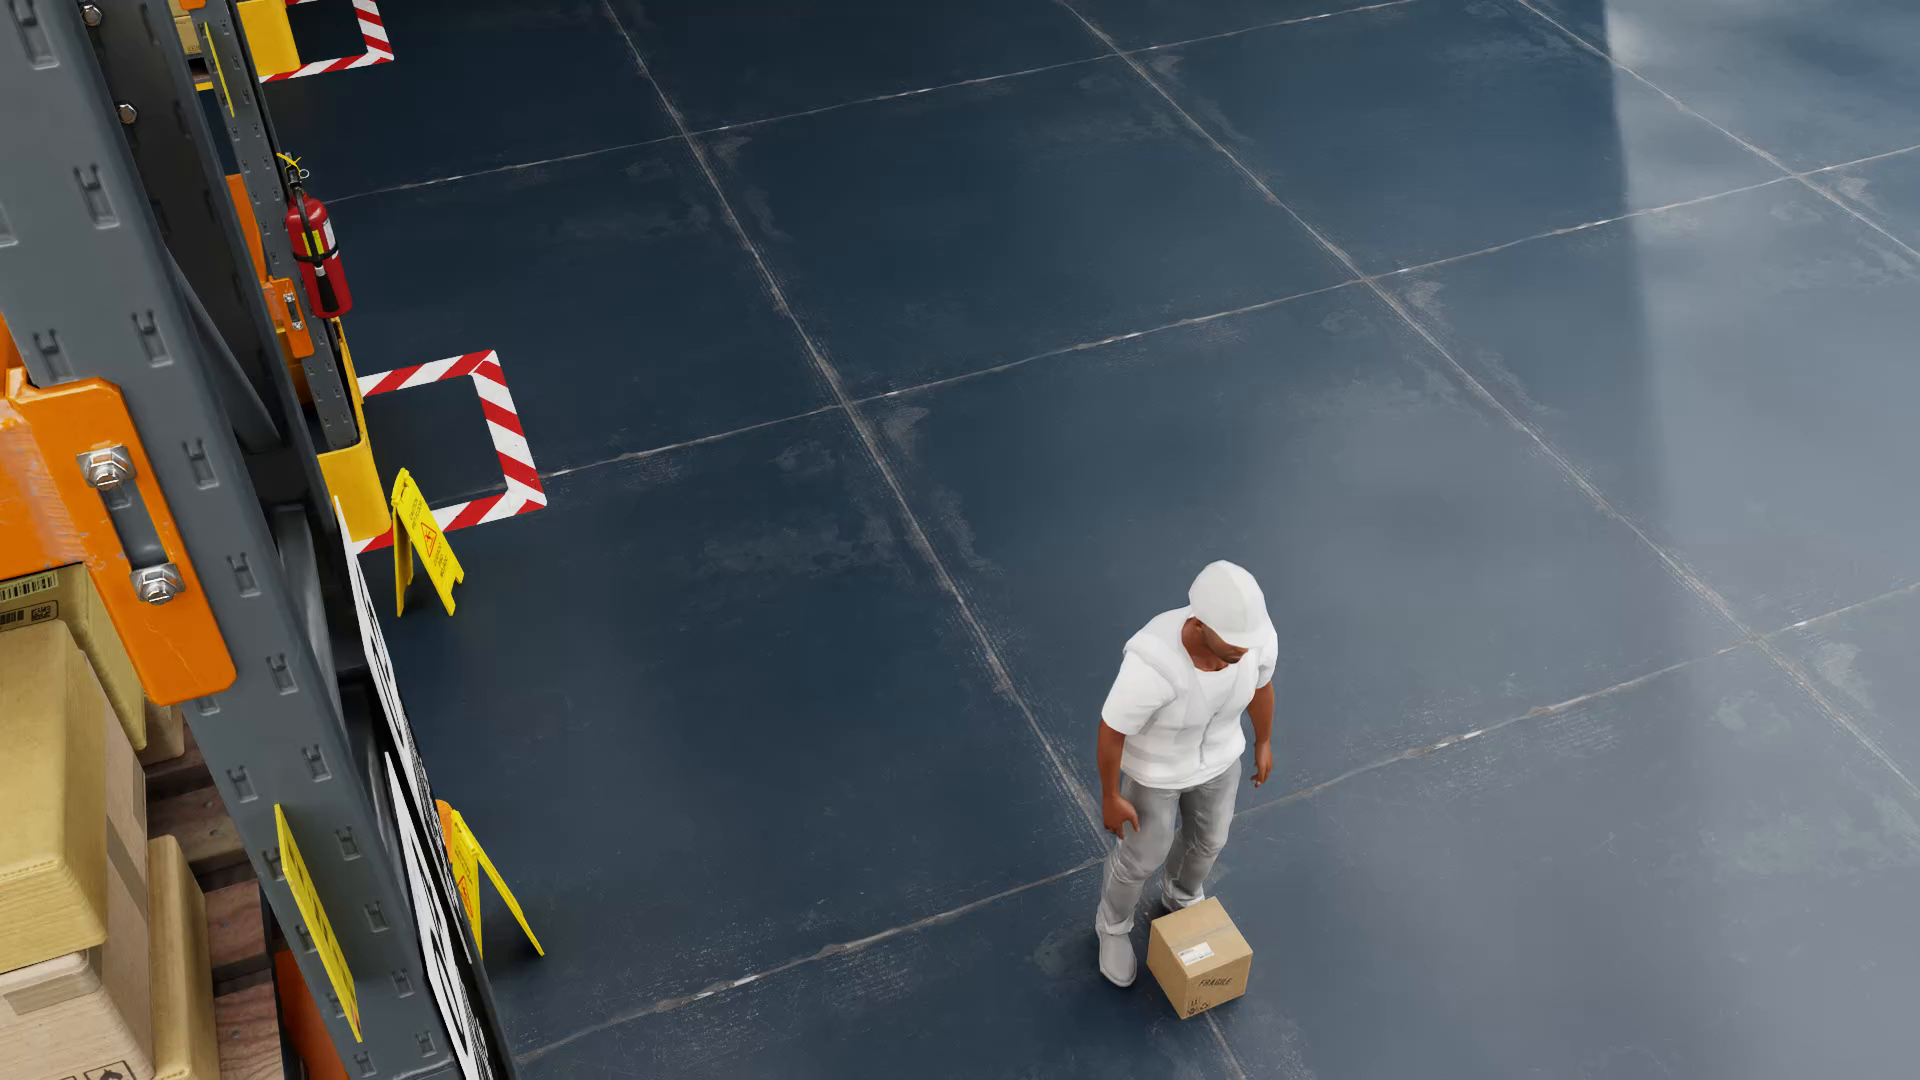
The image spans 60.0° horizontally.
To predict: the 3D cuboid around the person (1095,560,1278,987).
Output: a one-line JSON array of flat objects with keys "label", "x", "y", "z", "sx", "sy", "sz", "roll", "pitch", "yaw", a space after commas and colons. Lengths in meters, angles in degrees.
[{"label": "person", "x": 0.726, "y": 0.723, "z": 5.328, "sx": 0.638, "sy": 1.761, "sz": 0.457, "roll": -17, "pitch": 44, "yaw": -18}]
